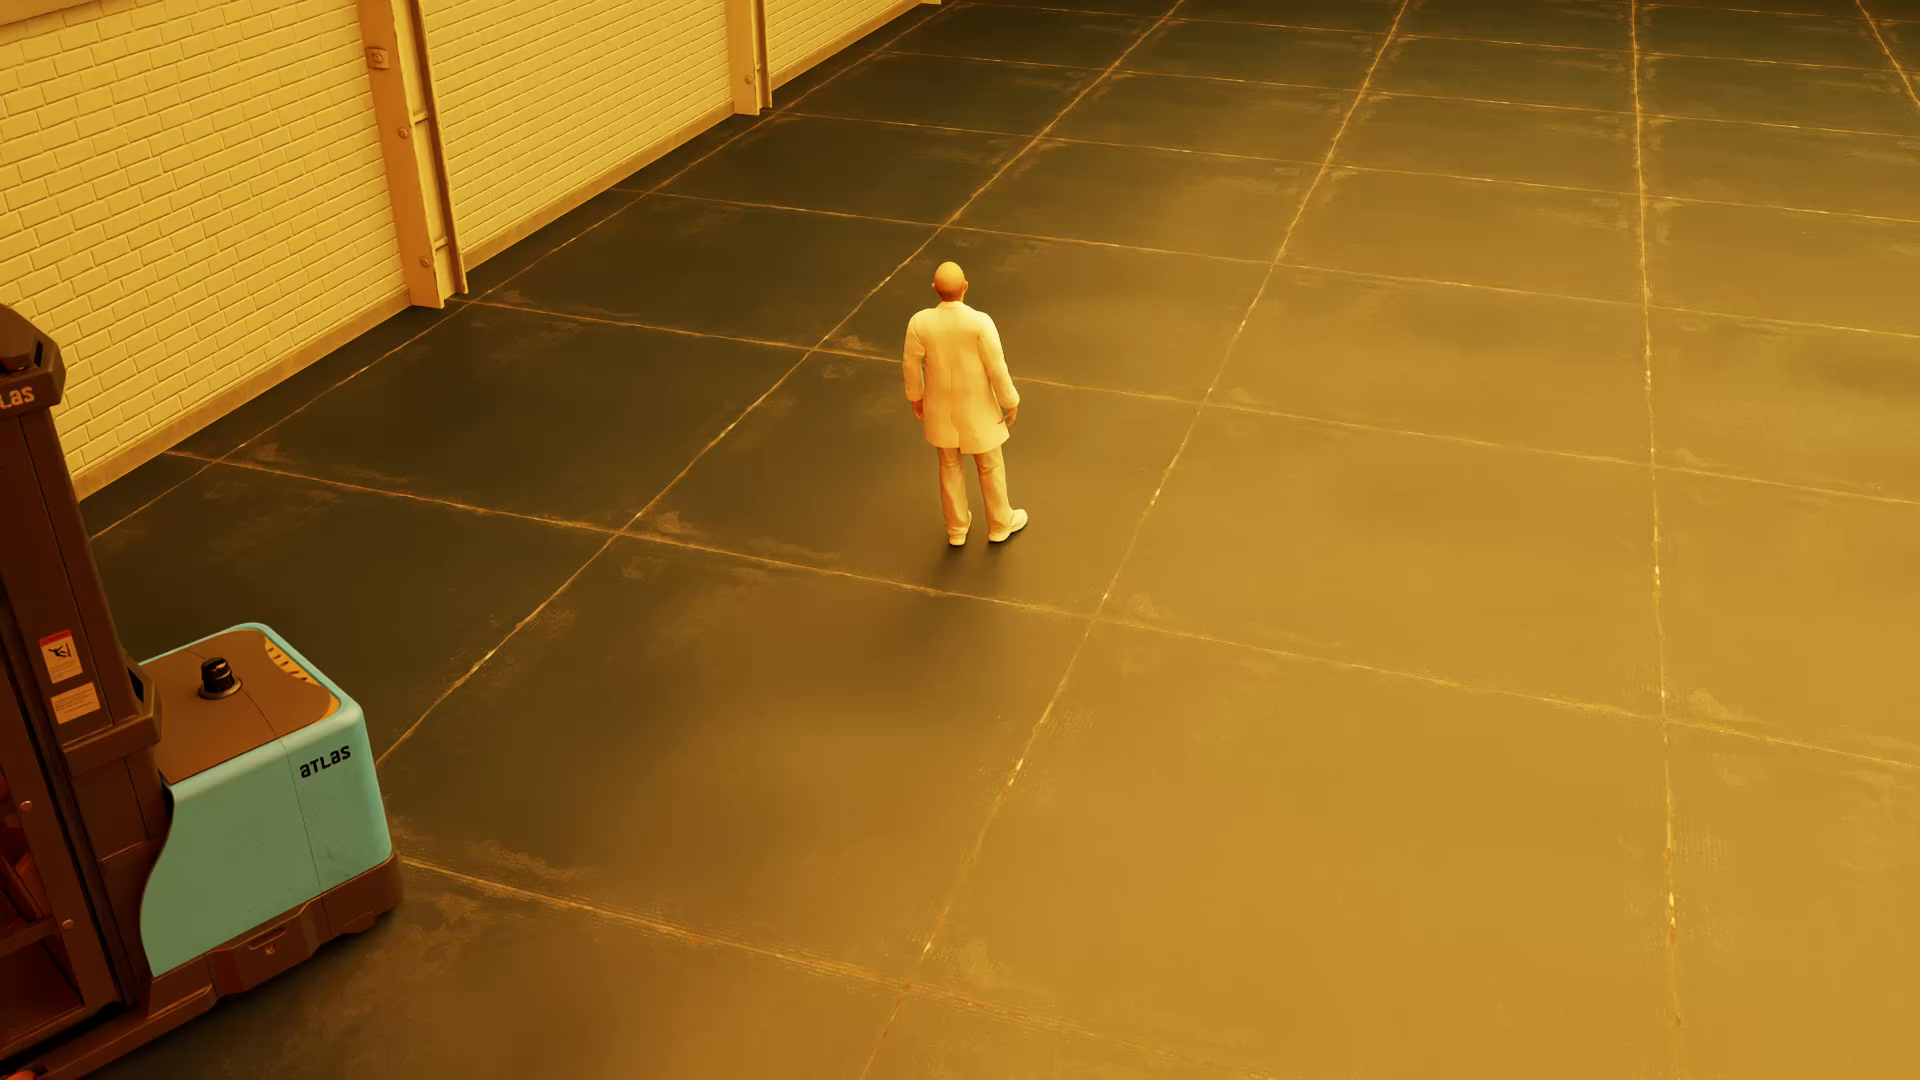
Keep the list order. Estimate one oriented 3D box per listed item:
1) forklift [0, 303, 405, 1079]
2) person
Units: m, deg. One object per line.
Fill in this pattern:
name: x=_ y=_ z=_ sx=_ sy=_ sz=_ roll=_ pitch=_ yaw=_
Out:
forklift: x=-3.821 y=0.681 z=5.943 sx=3.031 sy=2.935 sz=1.130 roll=-26 pitch=39 yaw=-38
person: x=0.034 y=-0.820 z=9.725 sx=0.696 sy=1.776 sz=0.581 roll=10 pitch=31 yaw=16
